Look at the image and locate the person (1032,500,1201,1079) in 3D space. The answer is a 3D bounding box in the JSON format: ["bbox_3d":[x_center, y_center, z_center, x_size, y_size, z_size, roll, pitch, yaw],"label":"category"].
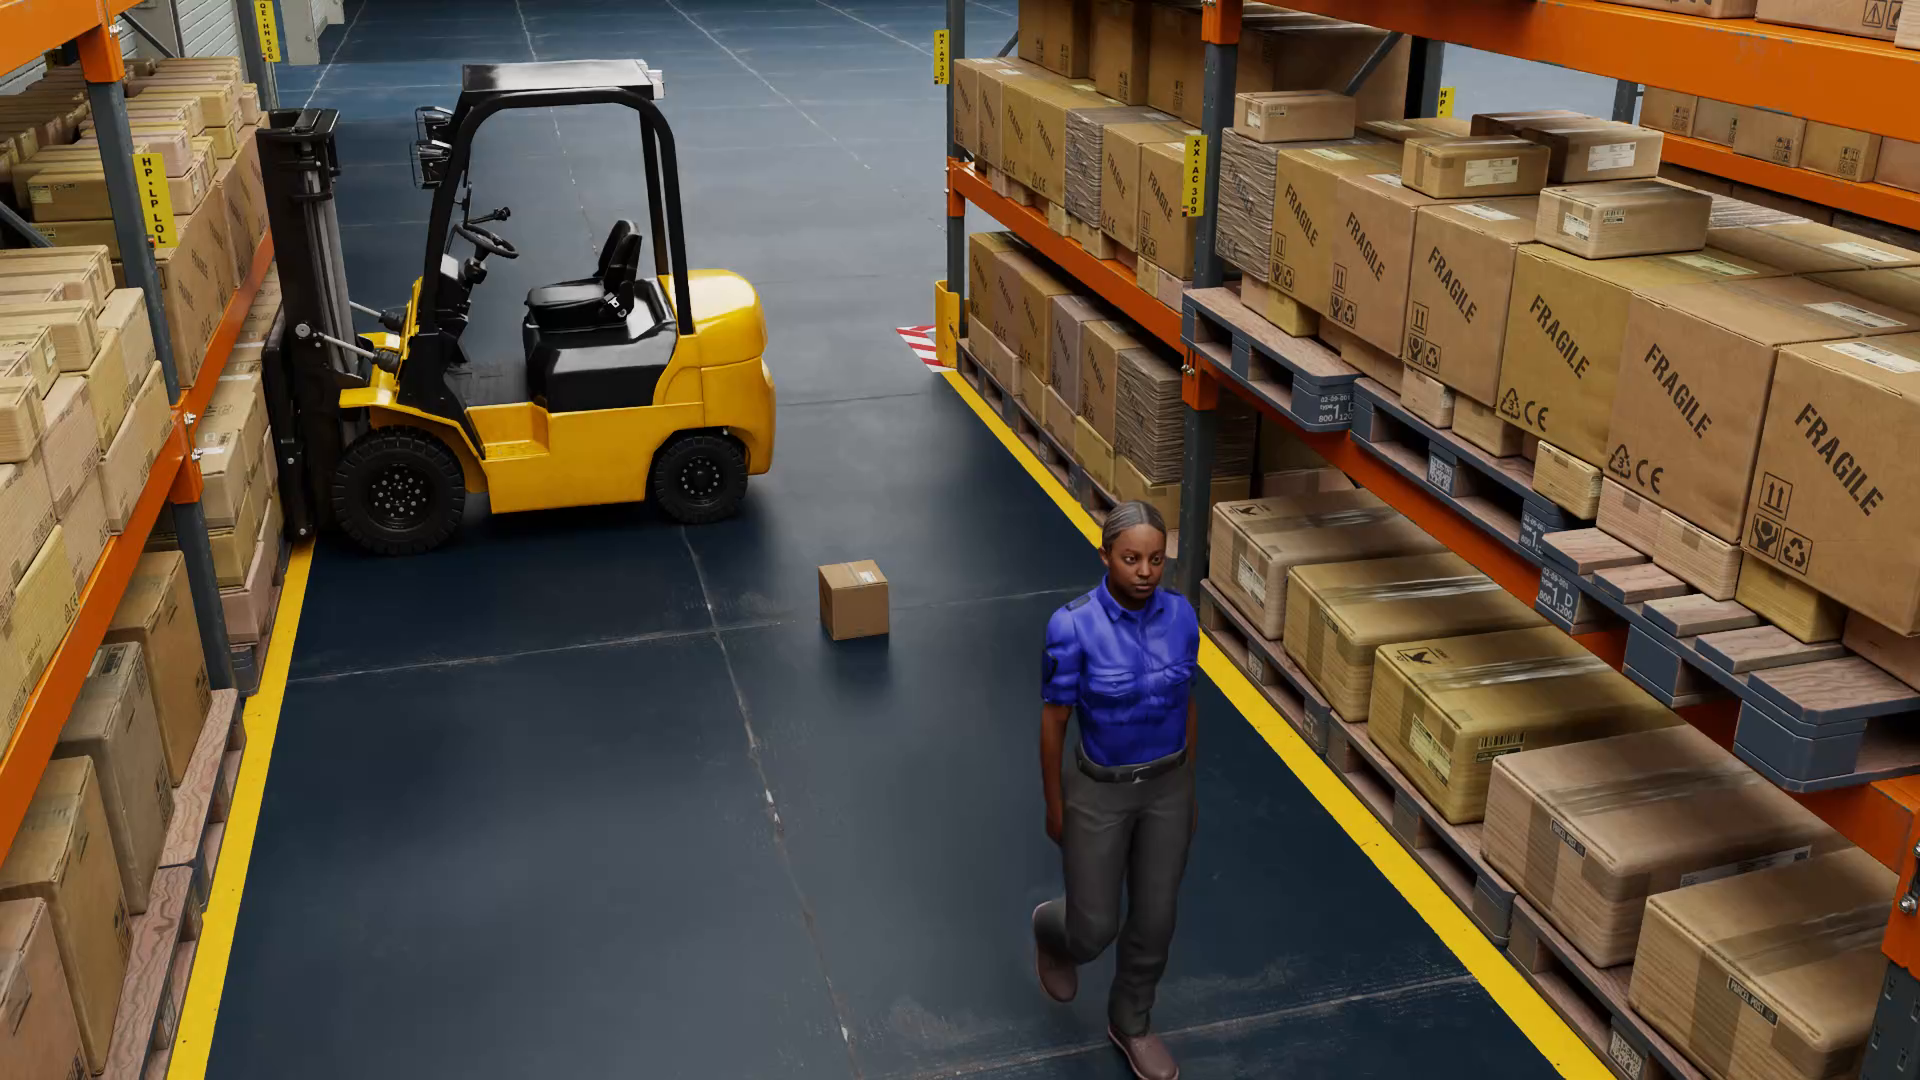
[{"bbox_3d":[0.425,0.668,4.486,0.447,1.641,0.569,-8,24,-18],"label":"person"}]
